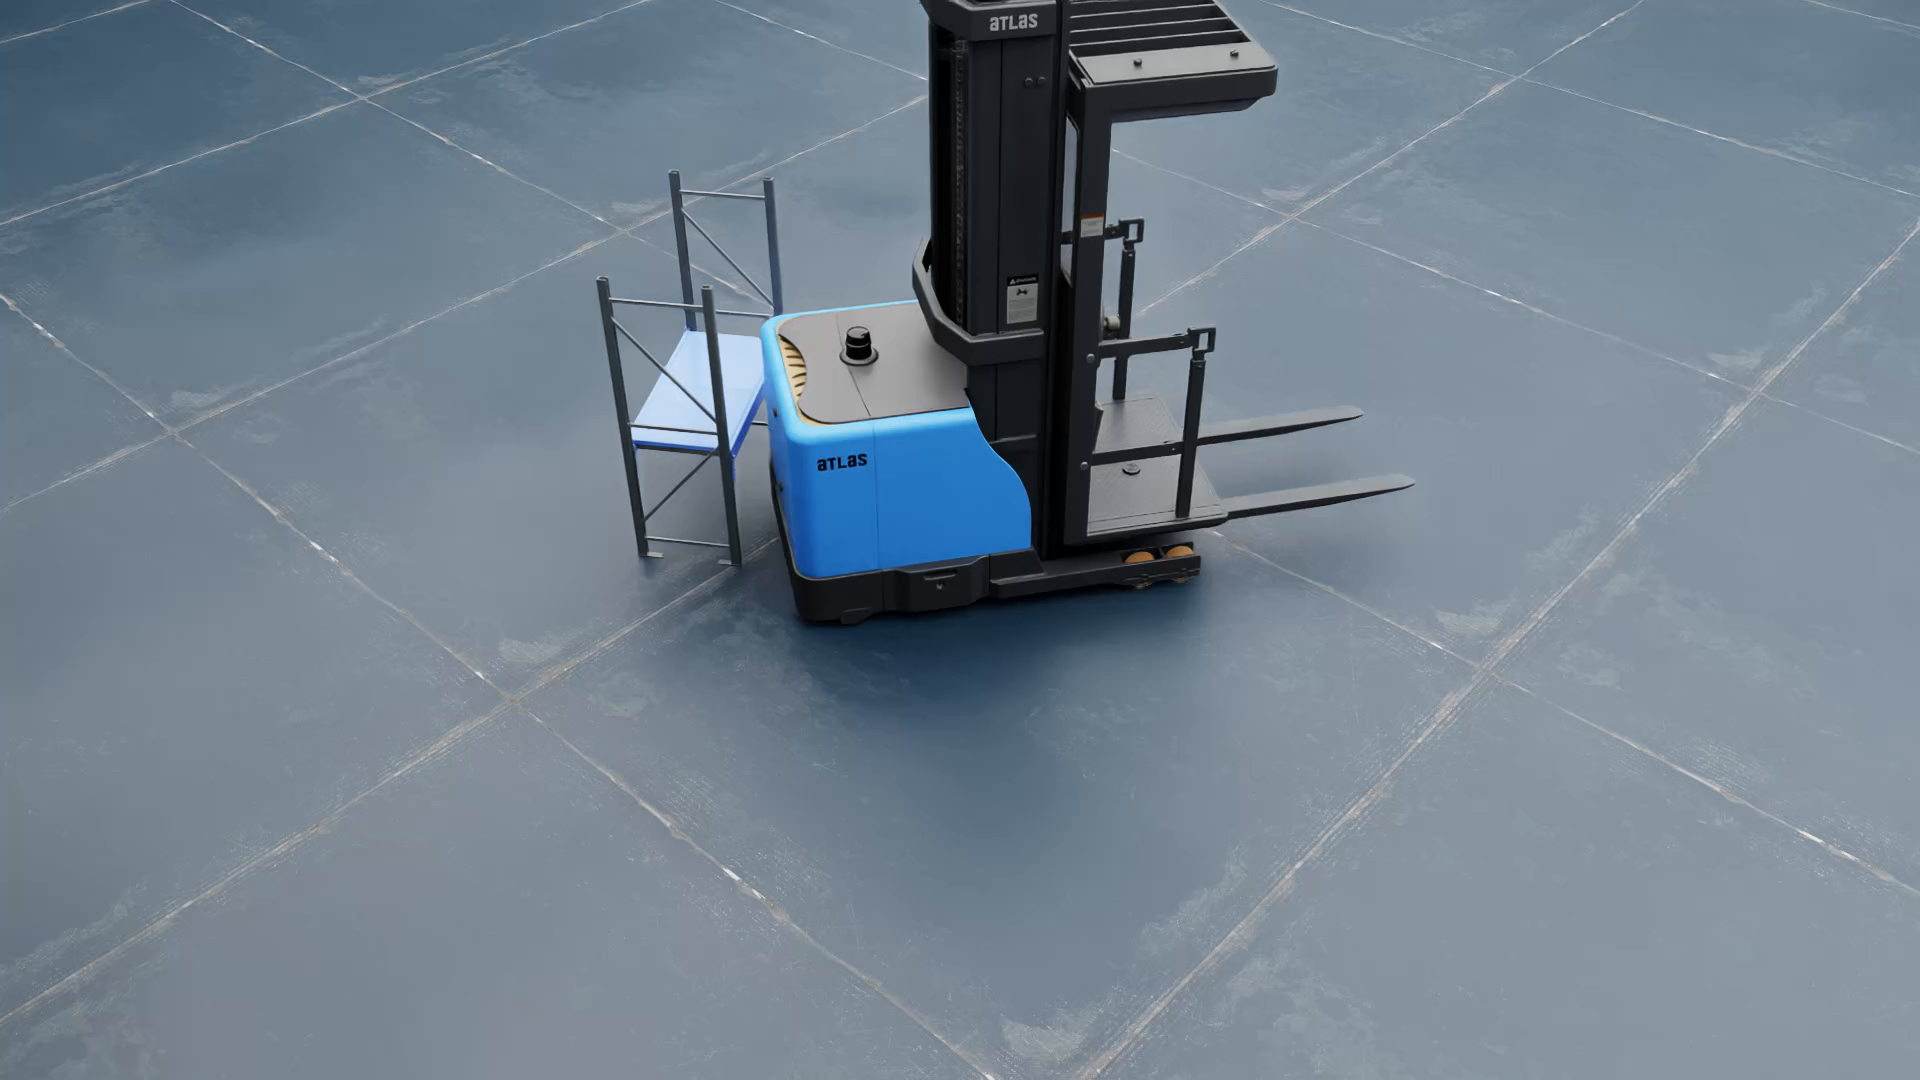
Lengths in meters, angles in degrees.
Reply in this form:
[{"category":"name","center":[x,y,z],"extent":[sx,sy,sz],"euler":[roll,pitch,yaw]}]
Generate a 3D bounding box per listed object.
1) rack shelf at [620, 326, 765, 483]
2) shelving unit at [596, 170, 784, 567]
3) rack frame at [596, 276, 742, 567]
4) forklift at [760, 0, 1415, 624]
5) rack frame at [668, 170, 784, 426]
[{"category":"rack shelf","center":[-1.201,-0.665,7.954],"extent":[0.538,0.185,1.000],"euler":[6,39,7]},{"category":"shelving unit","center":[-1.201,-0.806,7.842],"extent":[0.538,1.500,1.048],"euler":[6,39,7]},{"category":"rack frame","center":[-1.284,-0.494,7.449],"extent":[0.500,1.500,0.032],"euler":[6,39,7]},{"category":"forklift","center":[0.647,-1.240,7.239],"extent":[3.031,2.935,1.130],"euler":[-8,39,-10]},{"category":"rack frame","center":[-1.118,-1.118,8.234],"extent":[0.500,1.500,0.032],"euler":[6,39,7]}]
